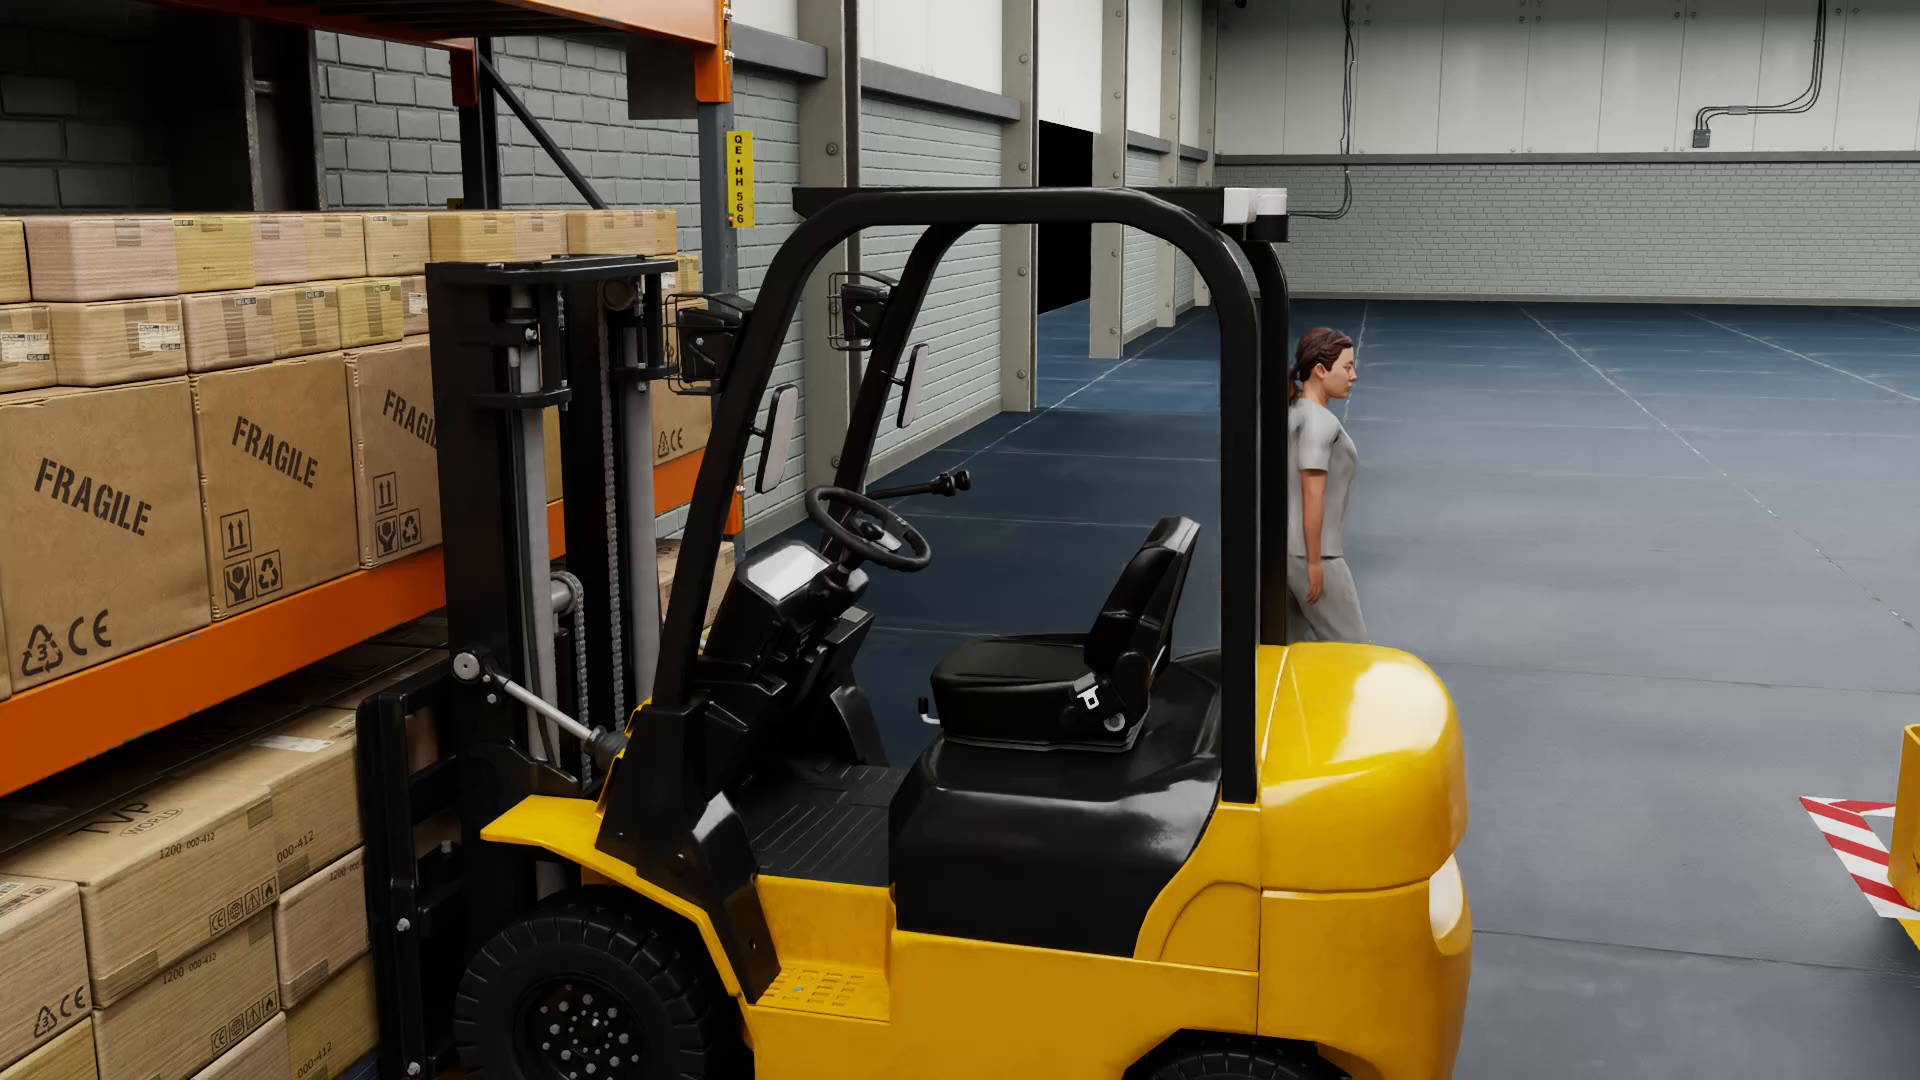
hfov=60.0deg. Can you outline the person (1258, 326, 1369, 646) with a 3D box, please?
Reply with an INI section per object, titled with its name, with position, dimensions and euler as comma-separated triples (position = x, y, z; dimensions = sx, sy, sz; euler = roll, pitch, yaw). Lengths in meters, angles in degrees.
[person]
position = 1.233, 0.069, 6.008
dimensions = 0.426, 1.665, 0.520
euler = -2, 12, -9
